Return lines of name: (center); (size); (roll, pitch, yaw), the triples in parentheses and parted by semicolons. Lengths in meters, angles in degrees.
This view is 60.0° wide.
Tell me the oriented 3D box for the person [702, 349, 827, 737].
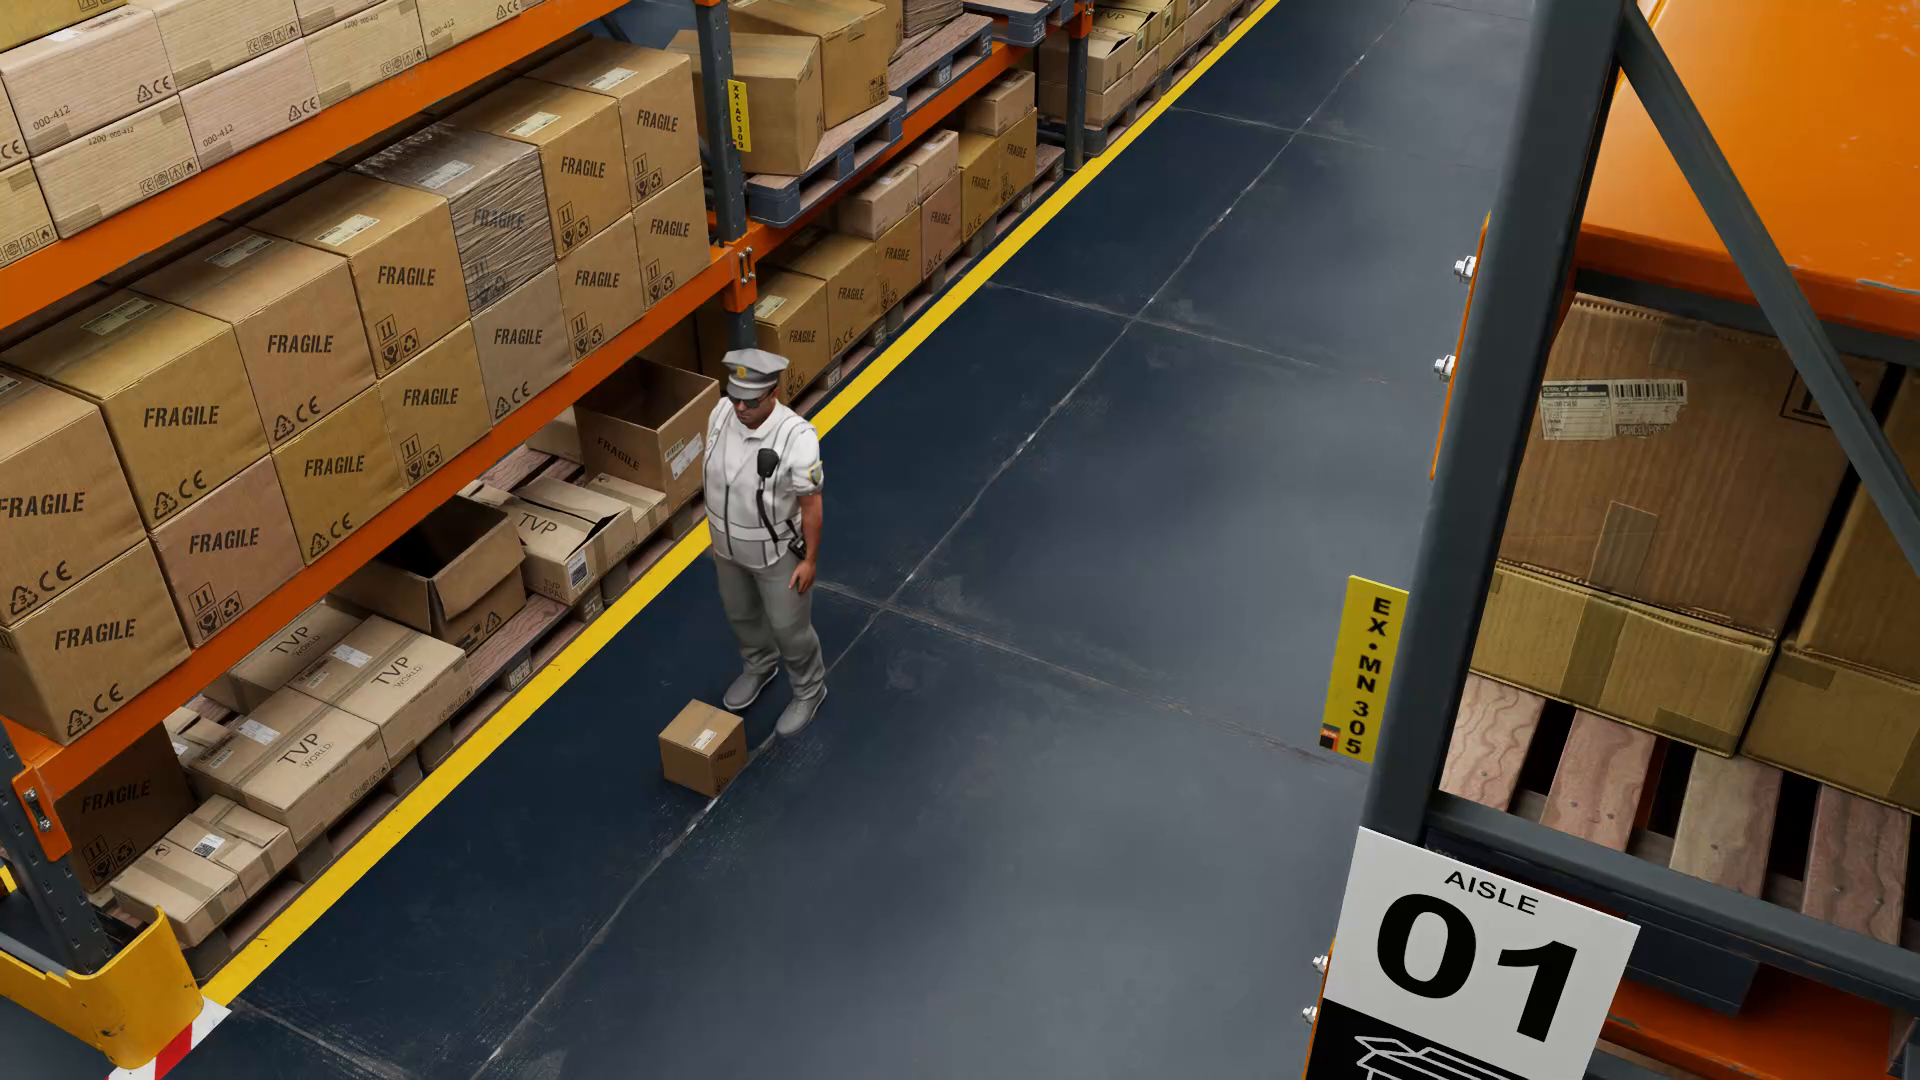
person: (-0.795, 0.013, 6.734); (0.529, 1.778, 0.394); (21, 42, 24)
